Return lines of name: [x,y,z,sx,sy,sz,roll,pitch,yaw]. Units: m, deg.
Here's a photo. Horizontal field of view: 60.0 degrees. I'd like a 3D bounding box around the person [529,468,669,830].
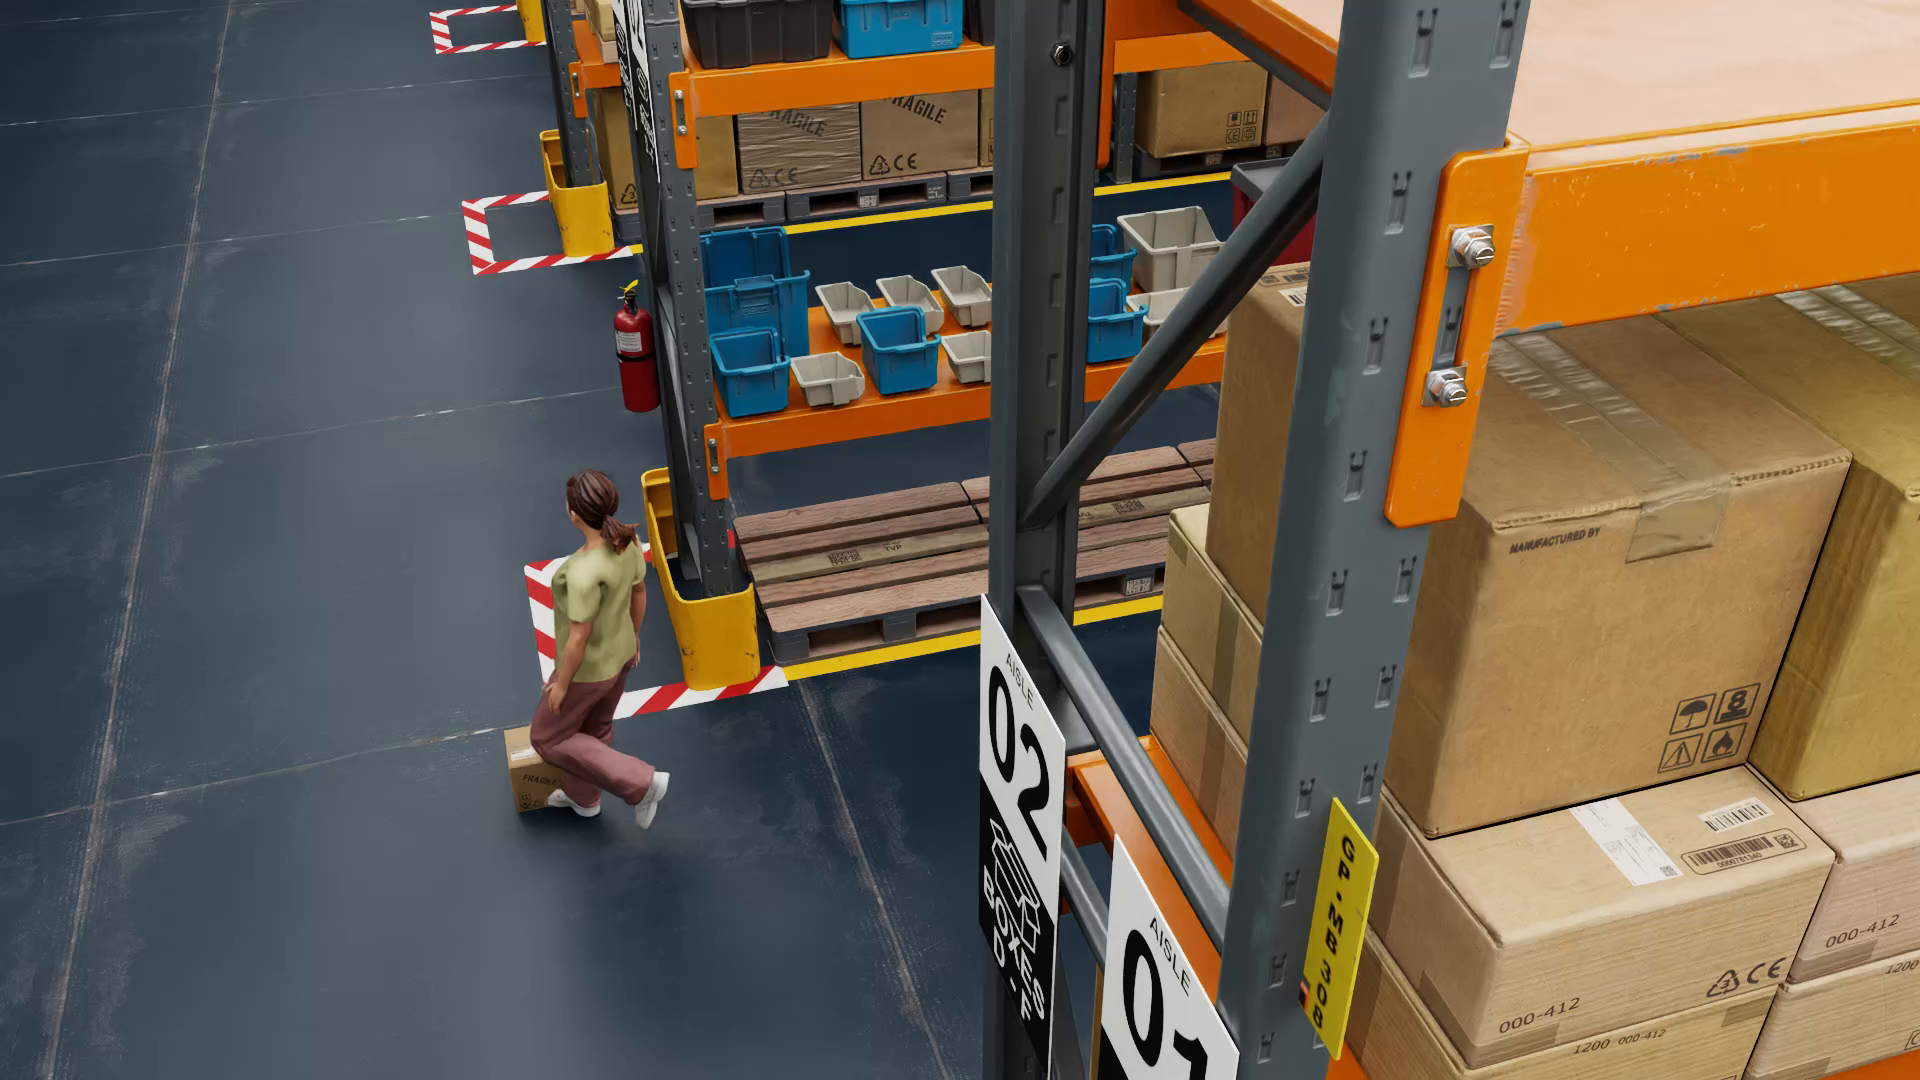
person: [-1.465,0.459,6.455,0.686,1.657,0.510,11,35,15]
